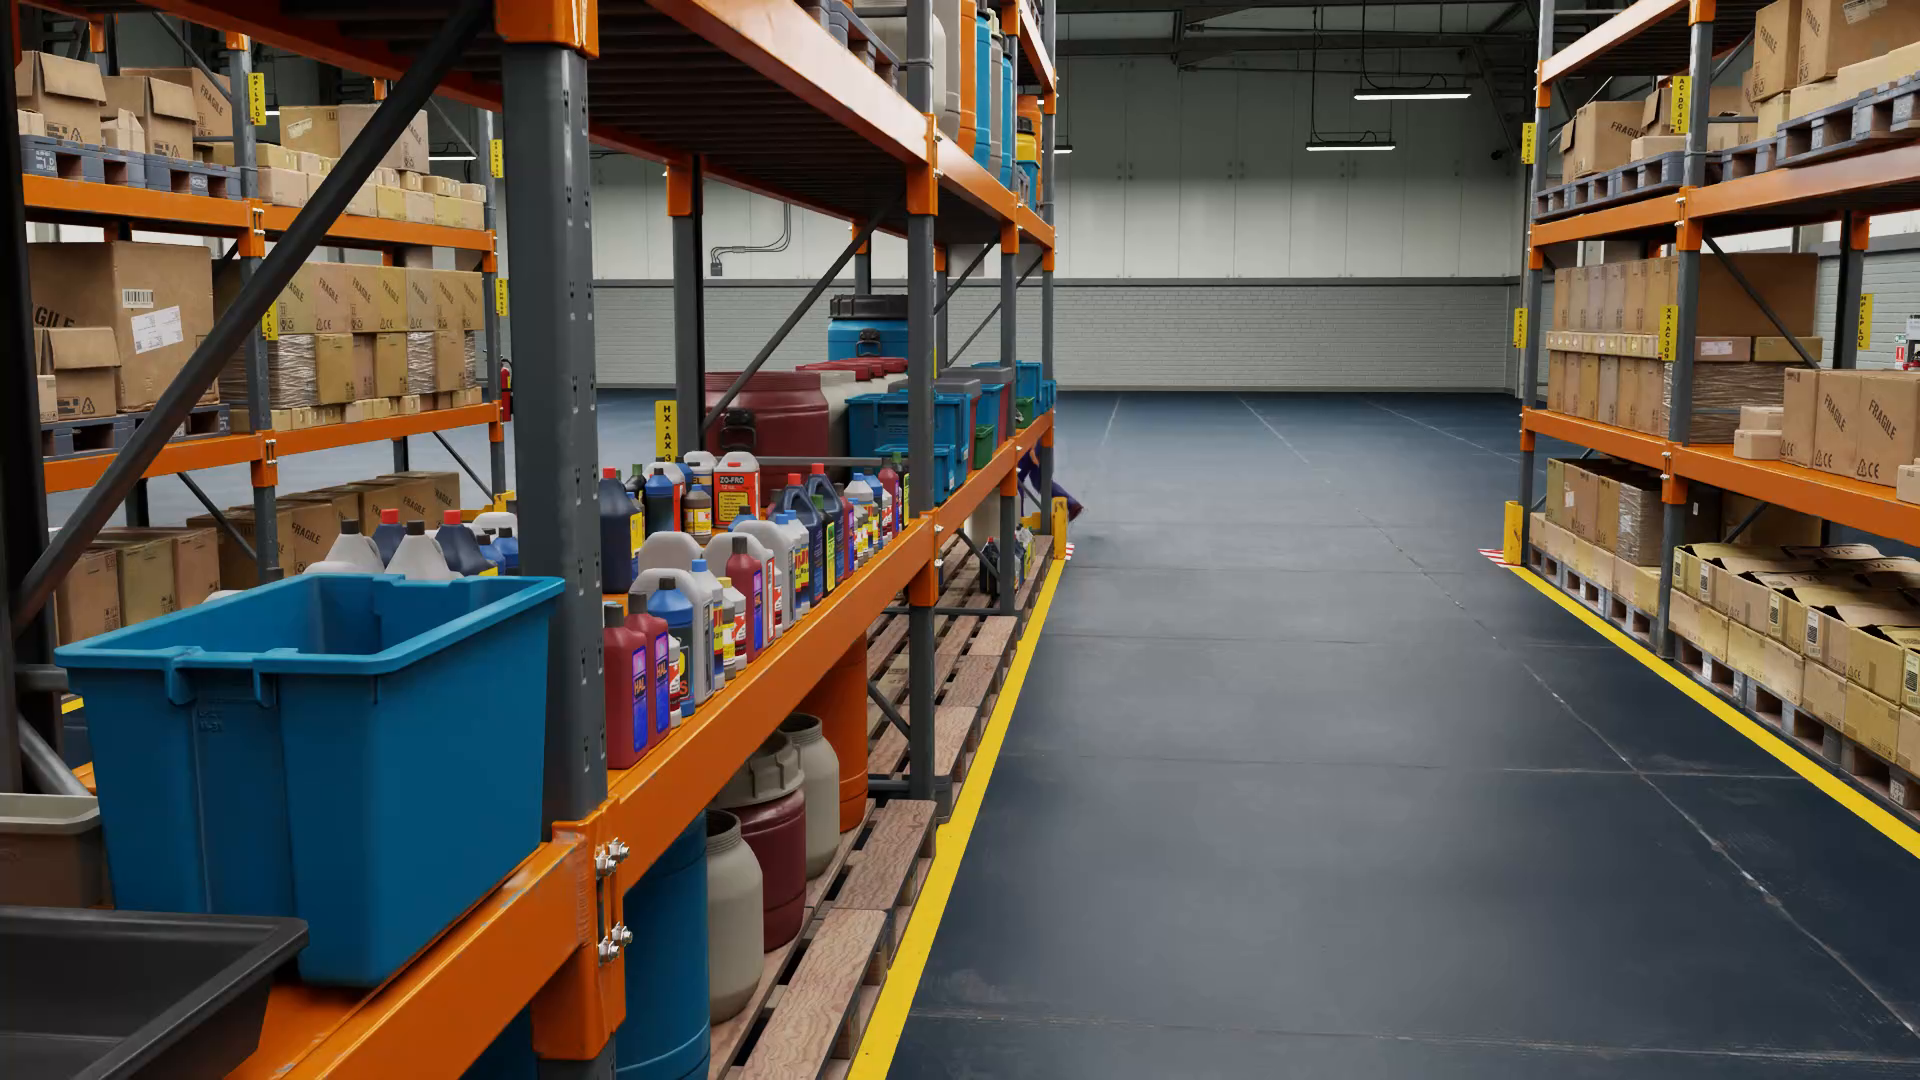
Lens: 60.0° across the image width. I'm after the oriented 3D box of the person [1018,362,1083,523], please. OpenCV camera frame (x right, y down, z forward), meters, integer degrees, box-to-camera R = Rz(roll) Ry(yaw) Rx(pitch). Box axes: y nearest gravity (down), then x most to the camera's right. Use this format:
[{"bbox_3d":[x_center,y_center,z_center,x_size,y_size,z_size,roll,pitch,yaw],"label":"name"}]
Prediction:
[{"bbox_3d":[0.731,-0.869,15.764,0.836,1.607,0.545,3,8,21],"label":"person"}]
